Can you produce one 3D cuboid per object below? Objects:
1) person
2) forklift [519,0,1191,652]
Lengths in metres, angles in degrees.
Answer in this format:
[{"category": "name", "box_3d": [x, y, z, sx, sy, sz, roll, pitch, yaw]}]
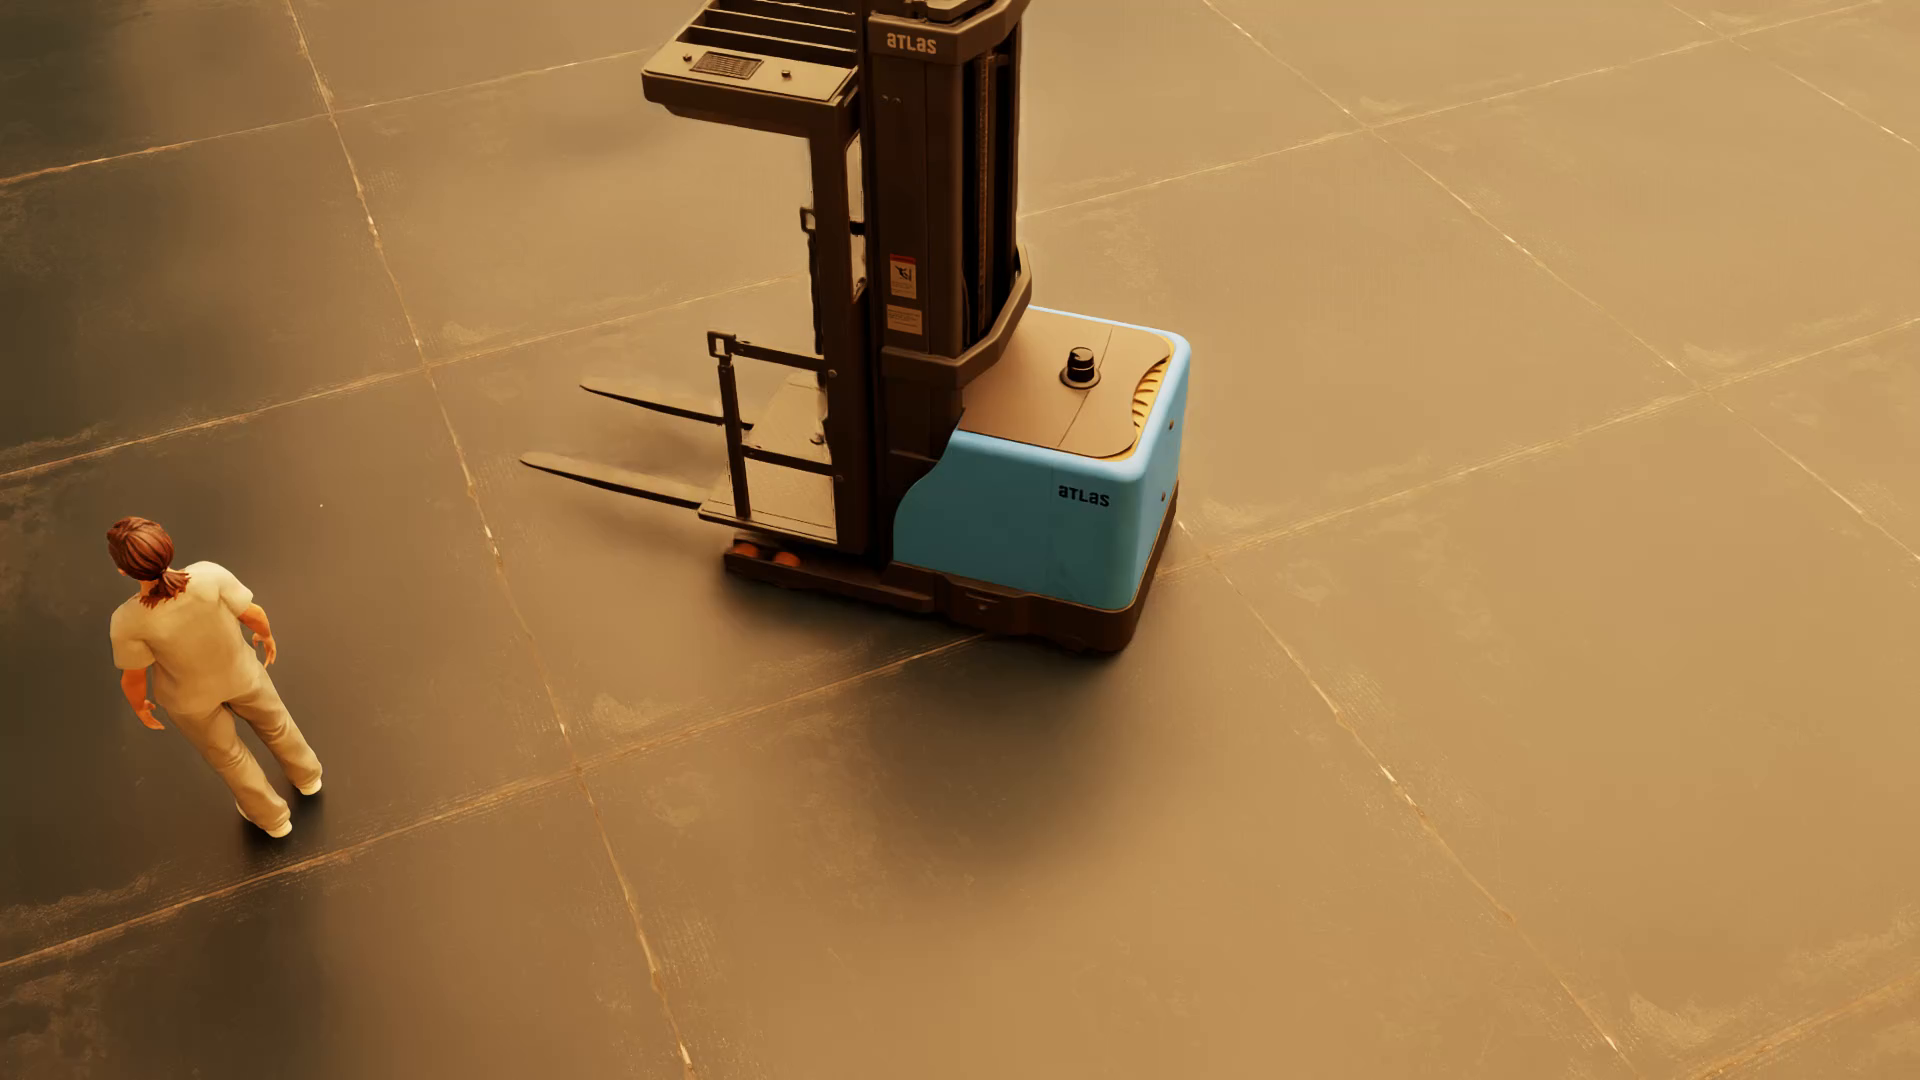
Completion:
[{"category": "person", "box_3d": [-2.735, 0.480, 6.021, 0.546, 1.674, 0.551, -32, 51, -29]}, {"category": "forklift", "box_3d": [-0.560, -1.182, 6.947, 3.031, 2.935, 1.130, 13, 45, 13]}]
